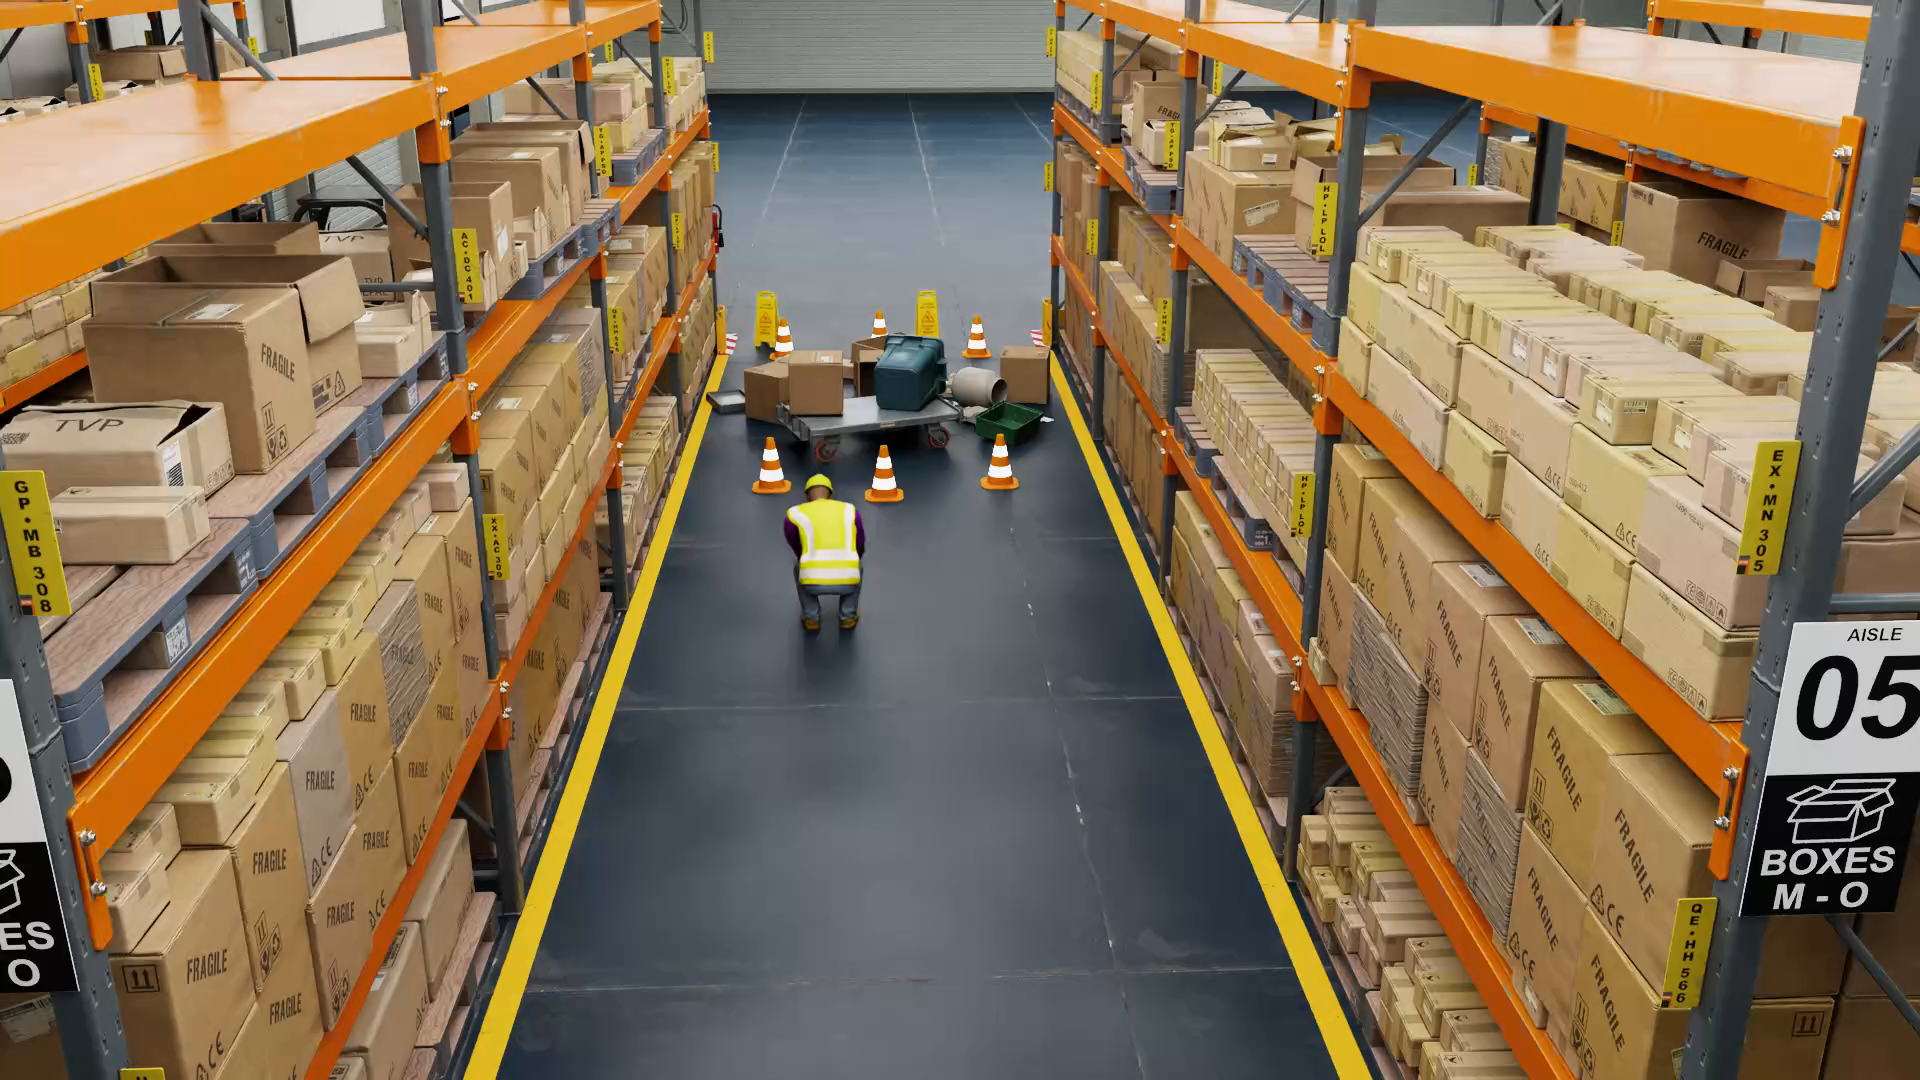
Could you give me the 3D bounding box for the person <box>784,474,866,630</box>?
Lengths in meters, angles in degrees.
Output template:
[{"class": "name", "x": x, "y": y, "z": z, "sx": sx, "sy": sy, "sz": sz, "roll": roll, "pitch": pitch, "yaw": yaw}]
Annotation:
[{"class": "person", "x": -0.969, "y": 0.078, "z": 11.953, "sx": 0.584, "sy": 0.998, "sz": 0.889, "roll": -1, "pitch": 20, "yaw": -3}]
